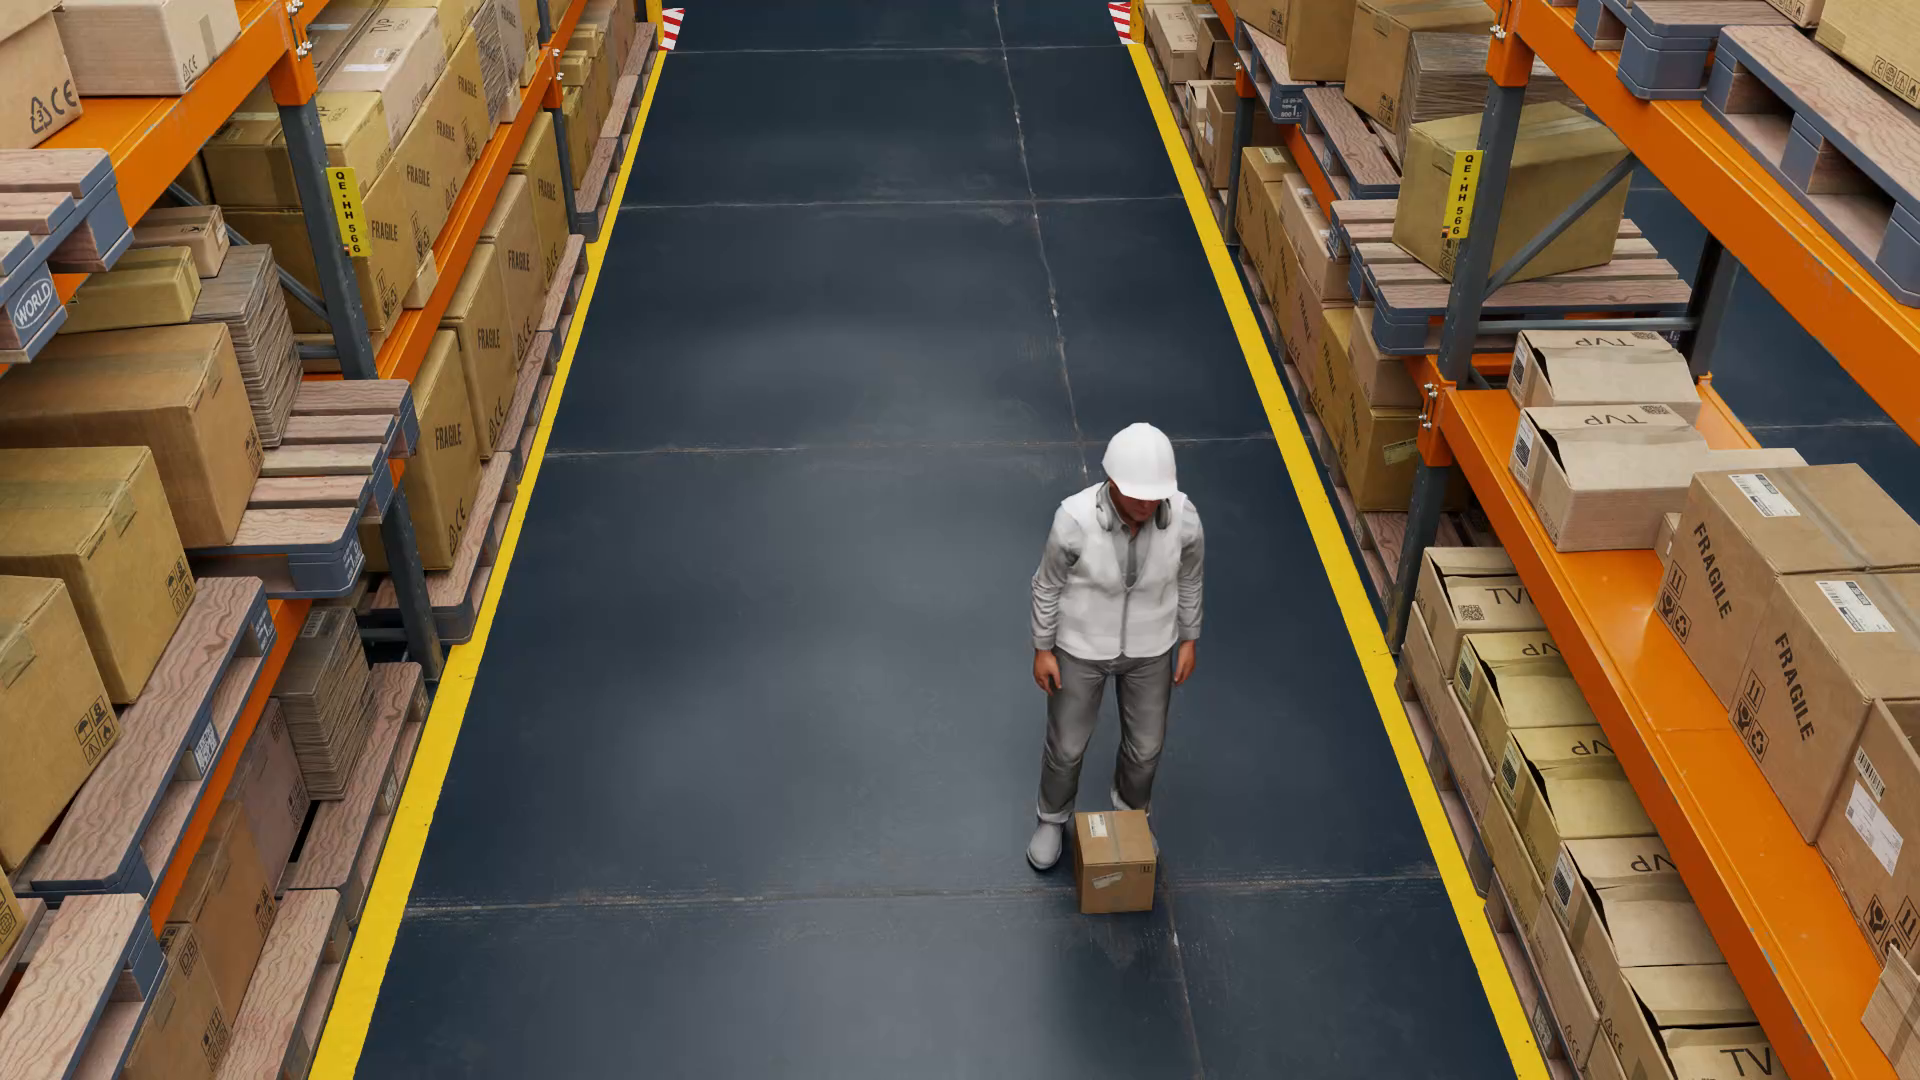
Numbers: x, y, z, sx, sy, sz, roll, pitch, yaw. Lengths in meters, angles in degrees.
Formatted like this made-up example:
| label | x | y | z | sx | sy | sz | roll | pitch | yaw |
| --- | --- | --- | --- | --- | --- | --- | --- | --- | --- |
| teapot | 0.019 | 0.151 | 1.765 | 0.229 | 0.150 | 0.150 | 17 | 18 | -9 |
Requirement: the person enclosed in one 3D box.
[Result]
| label | x | y | z | sx | sy | sz | roll | pitch | yaw |
| --- | --- | --- | --- | --- | --- | --- | --- | --- | --- |
| person | 0.524 | 0.355 | 5.616 | 0.589 | 1.770 | 0.464 | -4 | 35 | -5 |
